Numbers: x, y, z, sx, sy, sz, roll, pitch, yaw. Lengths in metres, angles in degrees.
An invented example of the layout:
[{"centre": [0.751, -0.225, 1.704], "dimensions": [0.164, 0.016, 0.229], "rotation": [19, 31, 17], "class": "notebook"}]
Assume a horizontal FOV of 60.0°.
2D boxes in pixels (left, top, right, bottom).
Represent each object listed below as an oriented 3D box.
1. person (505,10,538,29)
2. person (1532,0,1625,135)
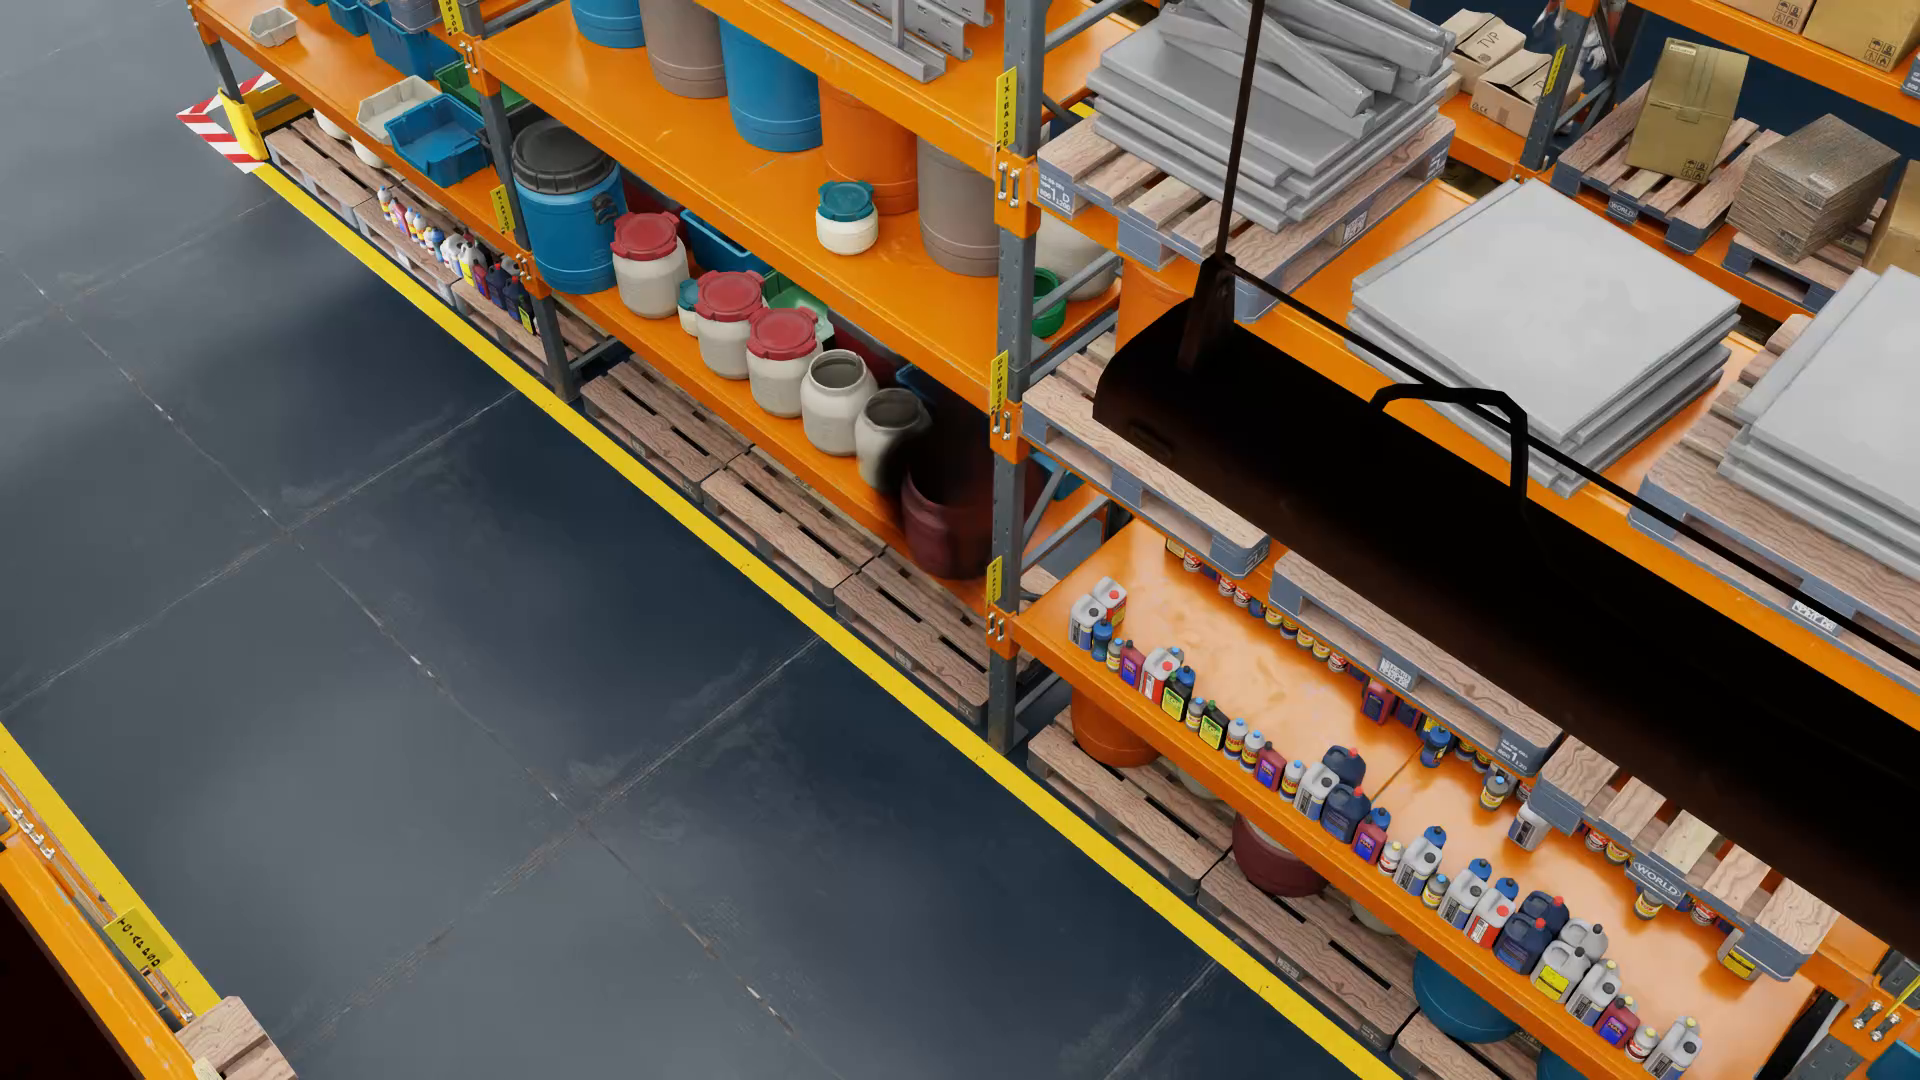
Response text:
[{"centre": [-3.519, -4.256, 12.788], "dimensions": [0.467, 1.799, 0.605], "rotation": [-34, 58, -25], "class": "person"}, {"centre": [4.497, -3.766, 12.393], "dimensions": [0.609, 1.790, 0.554], "rotation": [-6, 50, -5], "class": "person"}]
